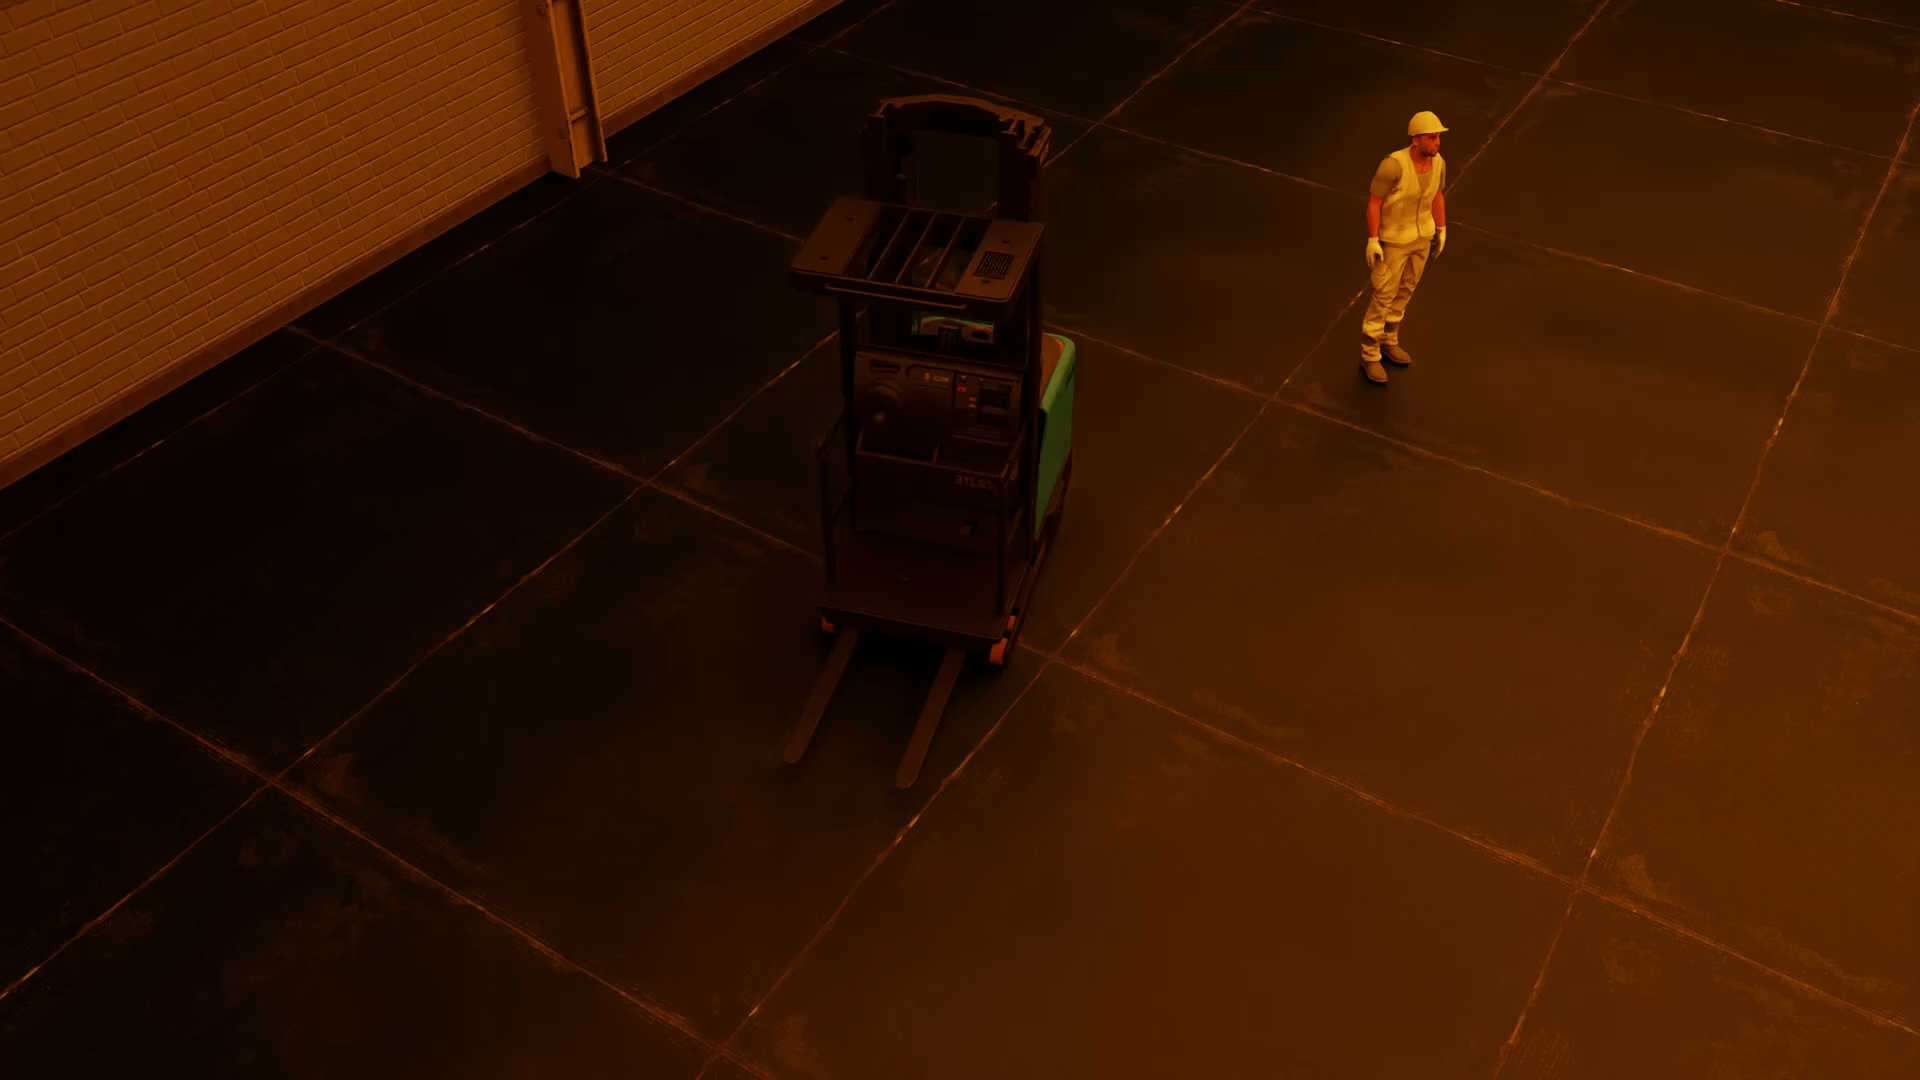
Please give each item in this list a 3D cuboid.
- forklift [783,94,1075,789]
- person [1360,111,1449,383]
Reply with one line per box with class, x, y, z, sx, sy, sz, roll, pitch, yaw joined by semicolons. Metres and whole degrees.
forklift;-0.180;-0.692;8.783;1.130;2.935;3.031;10;41;12
person;3.029;-1.977;11.174;0.641;1.788;0.565;-17;43;-19
